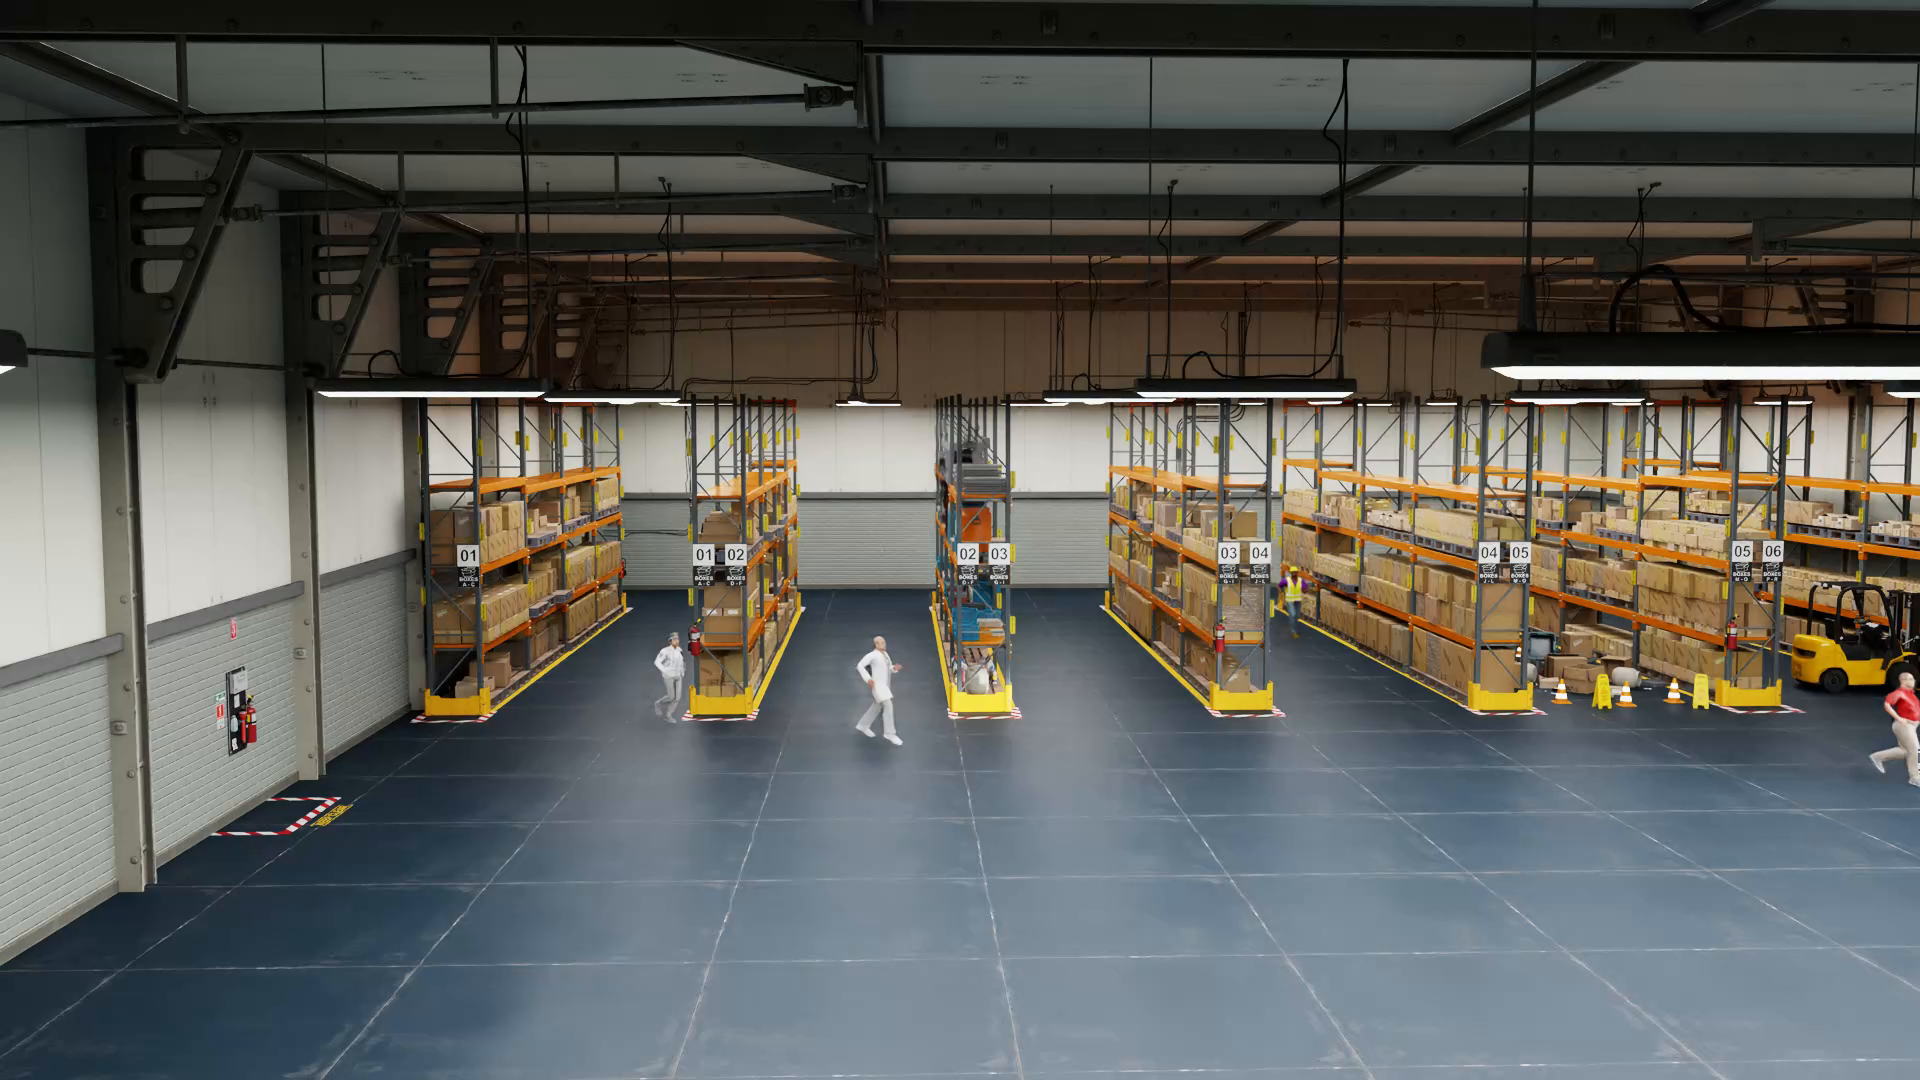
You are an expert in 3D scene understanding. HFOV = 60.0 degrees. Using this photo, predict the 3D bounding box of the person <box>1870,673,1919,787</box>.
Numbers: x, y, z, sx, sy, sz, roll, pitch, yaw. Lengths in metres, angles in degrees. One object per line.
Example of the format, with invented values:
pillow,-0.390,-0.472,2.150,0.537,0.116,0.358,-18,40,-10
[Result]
person,14.406,2.883,25.399,0.879,1.731,0.663,4,6,43

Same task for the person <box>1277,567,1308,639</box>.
person,8.356,1.538,41.615,0.700,1.754,0.980,-1,5,-9

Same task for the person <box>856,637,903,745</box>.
person,-1.392,2.570,28.603,0.939,1.827,0.663,2,5,20

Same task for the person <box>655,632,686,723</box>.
person,-5.296,2.505,30.527,0.512,1.656,0.643,4,6,44
